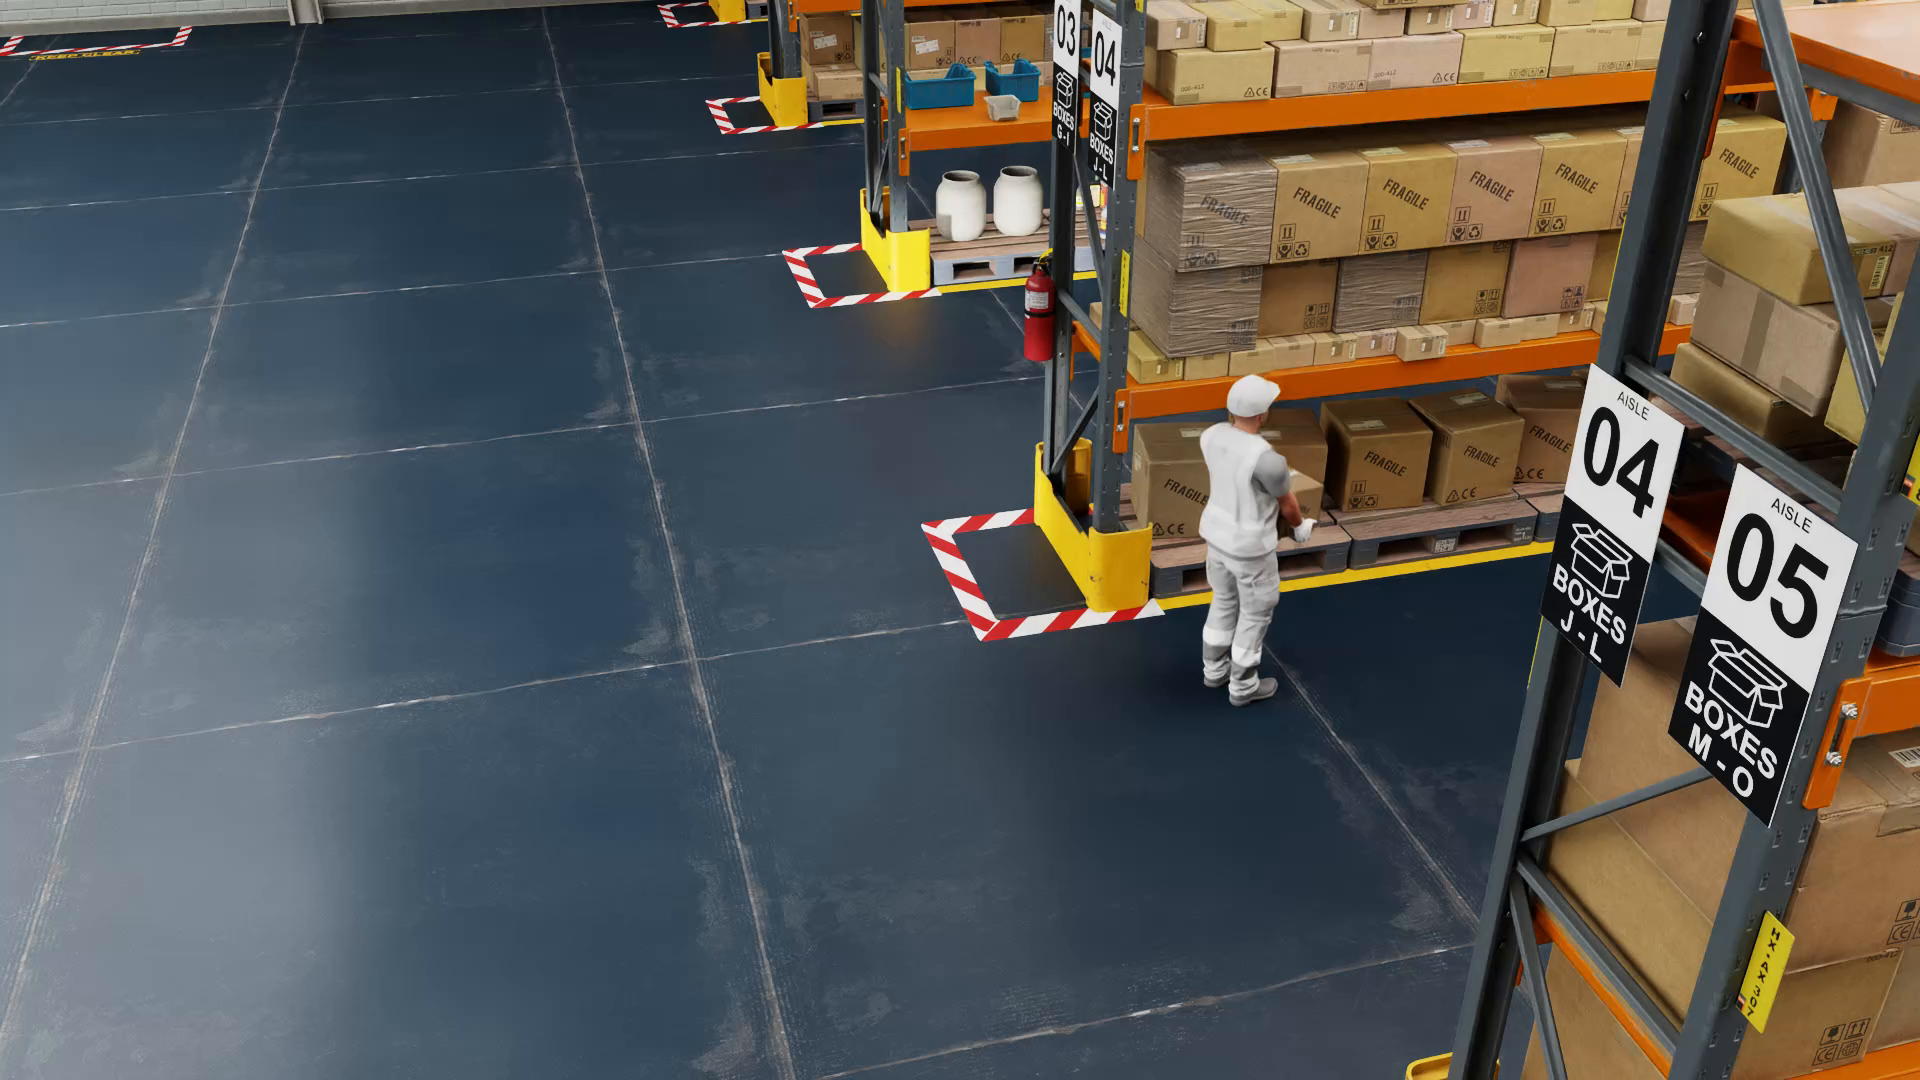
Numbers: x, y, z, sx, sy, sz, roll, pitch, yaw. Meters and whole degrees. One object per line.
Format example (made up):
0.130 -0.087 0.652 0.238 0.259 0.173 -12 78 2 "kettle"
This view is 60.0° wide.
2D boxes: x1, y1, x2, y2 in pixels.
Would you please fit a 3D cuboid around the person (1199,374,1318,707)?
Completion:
1.463 -0.023 8.258 0.561 1.787 0.495 -19 35 -30 "person"
